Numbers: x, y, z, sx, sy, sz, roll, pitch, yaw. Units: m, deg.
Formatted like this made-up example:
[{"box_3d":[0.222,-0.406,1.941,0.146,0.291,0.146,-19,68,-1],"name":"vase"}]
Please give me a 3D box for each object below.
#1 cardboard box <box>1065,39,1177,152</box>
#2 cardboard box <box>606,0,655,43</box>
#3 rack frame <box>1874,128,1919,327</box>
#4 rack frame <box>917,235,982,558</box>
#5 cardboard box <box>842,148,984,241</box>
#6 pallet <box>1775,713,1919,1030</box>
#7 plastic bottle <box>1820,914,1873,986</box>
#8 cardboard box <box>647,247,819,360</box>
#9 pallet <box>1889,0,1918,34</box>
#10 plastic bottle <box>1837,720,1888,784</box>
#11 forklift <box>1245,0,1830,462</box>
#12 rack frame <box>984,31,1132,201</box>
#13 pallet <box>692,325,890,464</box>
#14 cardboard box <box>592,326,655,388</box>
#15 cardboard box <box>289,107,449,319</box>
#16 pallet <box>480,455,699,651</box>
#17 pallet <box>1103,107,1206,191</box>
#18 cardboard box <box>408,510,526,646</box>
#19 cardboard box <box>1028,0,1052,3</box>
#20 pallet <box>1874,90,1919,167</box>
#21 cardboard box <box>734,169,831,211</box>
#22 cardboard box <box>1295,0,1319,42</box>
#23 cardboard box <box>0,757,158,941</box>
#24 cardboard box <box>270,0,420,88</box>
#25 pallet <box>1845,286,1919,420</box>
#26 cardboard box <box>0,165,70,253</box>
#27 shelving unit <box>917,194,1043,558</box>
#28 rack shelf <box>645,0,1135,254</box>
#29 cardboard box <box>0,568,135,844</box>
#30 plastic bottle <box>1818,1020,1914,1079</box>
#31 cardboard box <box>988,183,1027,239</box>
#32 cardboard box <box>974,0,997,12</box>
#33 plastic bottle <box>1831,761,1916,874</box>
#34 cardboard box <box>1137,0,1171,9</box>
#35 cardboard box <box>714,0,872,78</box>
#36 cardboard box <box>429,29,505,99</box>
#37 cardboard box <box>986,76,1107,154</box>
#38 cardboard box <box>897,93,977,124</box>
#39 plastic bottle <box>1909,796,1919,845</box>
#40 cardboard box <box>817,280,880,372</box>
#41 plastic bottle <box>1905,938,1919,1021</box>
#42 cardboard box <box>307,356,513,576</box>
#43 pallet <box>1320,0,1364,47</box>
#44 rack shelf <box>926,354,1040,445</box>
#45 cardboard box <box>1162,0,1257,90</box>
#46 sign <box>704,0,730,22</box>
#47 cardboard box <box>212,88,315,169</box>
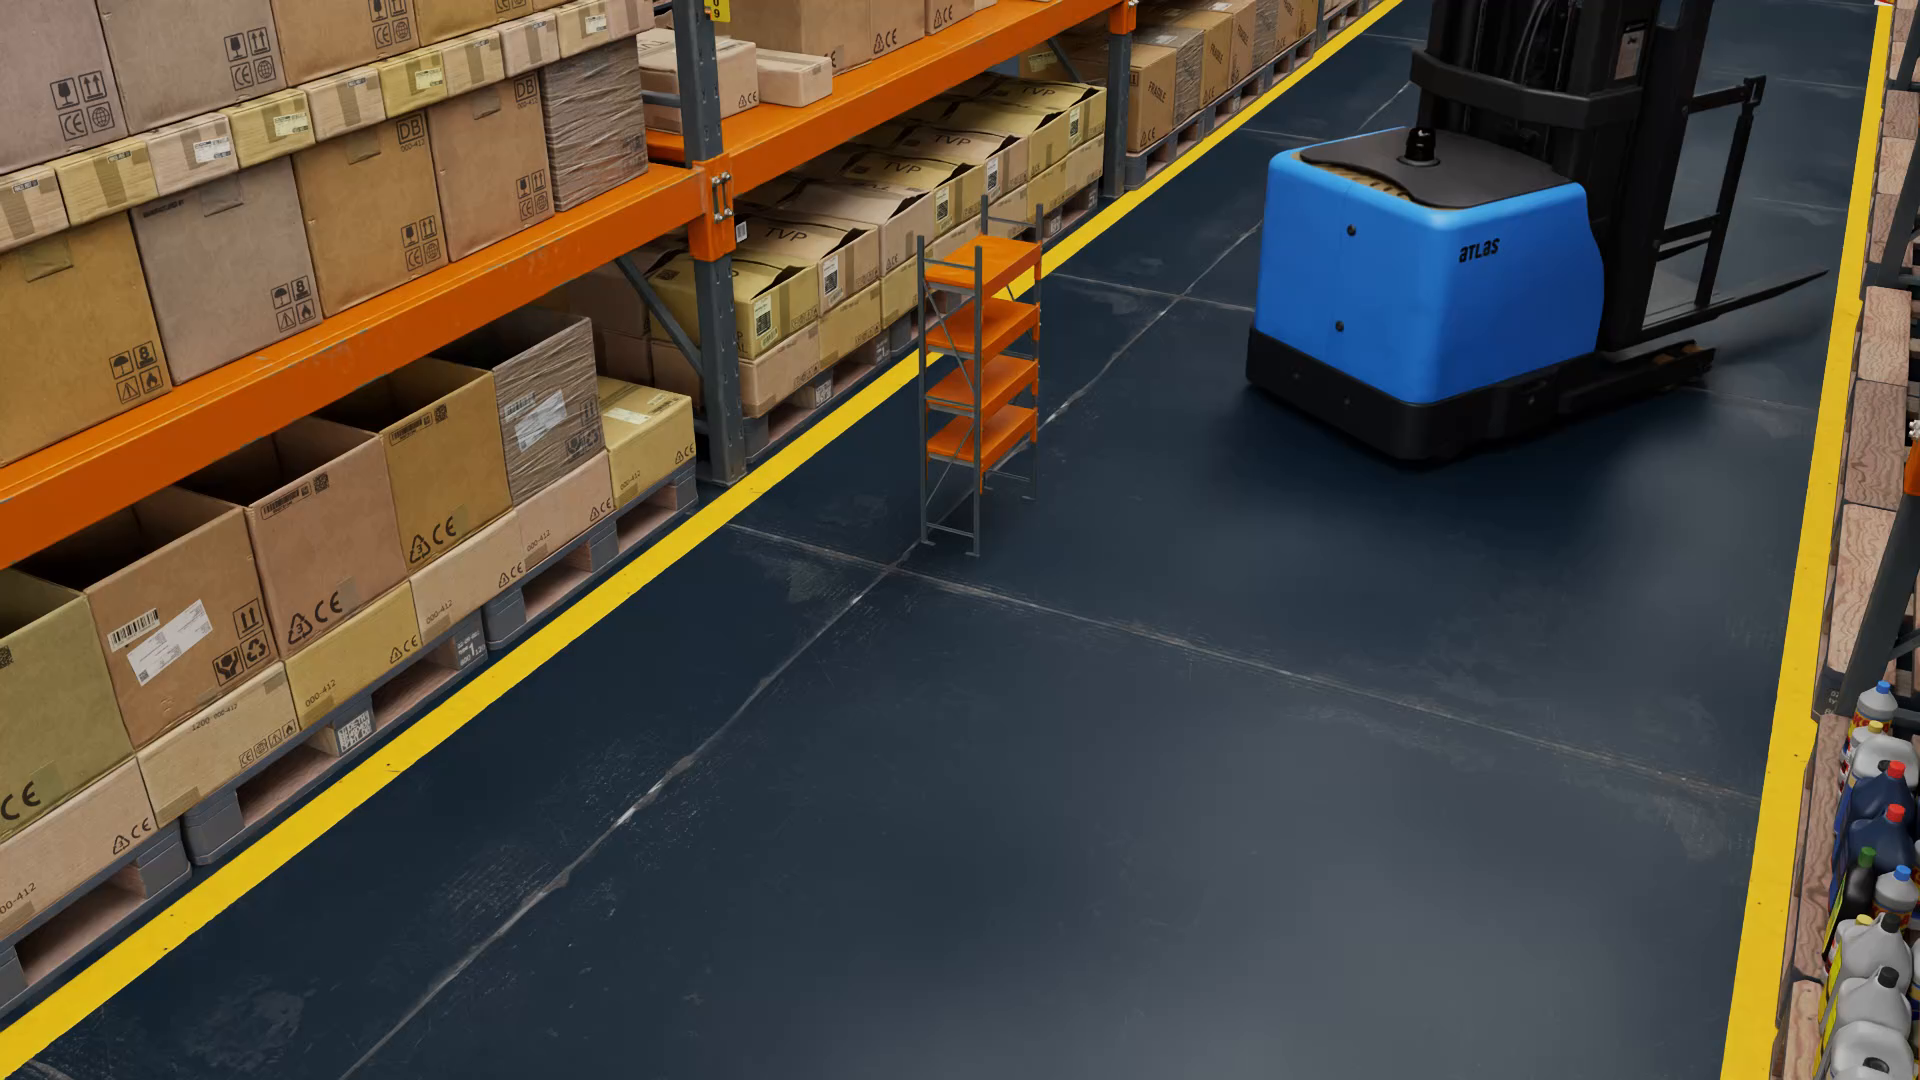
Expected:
[{"box_3d":[0.954,-2.663,9.944,0.500,0.500,0.500,16,33,25],"name":"cardboard box"},{"box_3d":[-1.263,-1.802,5.623,0.380,0.149,0.250,14,33,23],"name":"cardboard box"},{"box_3d":[4.901,-2.294,7.232,1.000,3.000,0.127,14,33,23],"name":"rack frame"},{"box_3d":[-0.036,-0.486,5.891,0.240,1.200,0.015,14,33,23],"name":"rack frame"},{"box_3d":[-0.220,-1.687,7.953,0.500,0.311,0.500,15,33,25],"name":"cardboard box"},{"box_3d":[2.735,0.977,4.337,1.003,0.211,1.213,14,33,23],"name":"pallet"},{"box_3d":[2.105,0.970,3.918,0.097,0.201,0.097,0,30,0],"name":"plastic bottle"},{"box_3d":[-0.920,-1.006,6.765,0.500,0.311,0.500,14,33,23],"name":"cardboard box"},{"box_3d":[8.135,-4.274,13.481,1.003,0.211,1.213,14,33,23],"name":"pallet"},{"box_3d":[2.497,0.589,4.581,0.097,0.201,0.097,0,30,0],"name":"plastic bottle"},{"box_3d":[2.783,-2.134,7.022,3.031,2.935,1.130,-18,34,-28],"name":"forklift"},{"box_3d":[0.493,-3.419,9.192,1.000,3.000,0.127,14,33,23],"name":"rack frame"},{"box_3d":[-1.029,-0.772,7.383,1.003,0.211,1.213,14,33,23],"name":"pallet"},{"box_3d":[-1.399,-0.885,7.119,0.500,0.250,0.500,14,33,23],"name":"cardboard box"},{"box_3d":[-1.993,-1.034,4.939,0.700,0.500,0.500,15,33,24],"name":"cardboard box"},{"box_3d":[-1.729,-0.094,6.201,1.003,0.211,1.213,14,33,23],"name":"pallet"},{"box_3d":[0.866,-2.532,10.448,1.003,0.211,1.213,14,33,23],"name":"pallet"},{"box_3d":[-1.797,0.064,5.466,0.500,0.250,0.500,14,33,23],"name":"cardboard box"},{"box_3d":[0.329,-2.849,8.451,0.380,0.149,0.250,14,33,23],"name":"cardboard box"},{"box_3d":[6.334,-2.525,10.436,1.003,0.211,1.213,14,33,23],"name":"pallet"},{"box_3d":[-0.939,-1.576,7.759,0.500,0.311,0.500,14,33,23],"name":"cardboard box"},{"box_3d":[2.345,-4.016,12.299,0.500,0.500,0.500,14,33,23],"name":"cardboard box"},{"box_3d":[-2.485,0.728,4.310,0.500,0.250,0.500,14,33,23],"name":"cardboard box"},{"box_3d":[-1.984,-1.608,4.634,0.700,0.500,0.500,14,33,23],"name":"cardboard box"},{"box_3d":[4.513,-0.750,7.344,1.003,0.211,1.213,14,33,23],"name":"pallet"},{"box_3d":[-2.312,-0.781,3.845,0.380,0.149,0.250,13,32,22],"name":"cardboard box"},{"box_3d":[0.075,-0.594,6.079,0.258,1.200,0.503,14,33,23],"name":"shelving unit"},{"box_3d":[-0.418,-2.221,7.827,1.077,0.370,4.000,14,33,23],"name":"rack shelf"},{"box_3d":[-2.483,0.403,4.123,0.500,0.500,0.500,14,33,23],"name":"cardboard box"},{"box_3d":[1.905,1.162,3.507,0.152,0.276,0.135,13,32,22],"name":"plastic bottle"},{"box_3d":[0.007,-1.669,8.483,0.500,0.250,0.500,15,33,24],"name":"cardboard box"},{"box_3d":[-0.038,-2.732,8.248,0.380,0.149,0.250,17,34,27],"name":"cardboard box"},{"box_3d":[2.341,0.701,4.235,0.144,0.351,0.185,15,33,25],"name":"plastic bottle"},{"box_3d":[1.179,-3.457,11.327,0.500,0.500,0.500,13,32,21],"name":"cardboard box"},{"box_3d":[-0.725,-2.260,7.072,0.500,0.500,0.500,17,34,27],"name":"cardboard box"},{"box_3d":[-1.613,-1.459,5.027,0.380,0.149,0.250,14,33,23],"name":"cardboard box"},{"box_3d":[0.473,-2.364,9.131,0.500,0.311,0.500,15,33,25],"name":"cardboard box"},{"box_3d":[-0.239,-2.252,8.936,0.500,0.311,0.500,13,33,22],"name":"cardboard box"},{"box_3d":[2.470,0.734,4.179,0.144,0.351,0.185,14,33,23],"name":"plastic bottle"},{"box_3d":[-0.691,-0.985,7.292,0.500,0.250,0.500,15,33,24],"name":"cardboard box"},{"box_3d":[2.205,1.028,3.741,0.152,0.276,0.135,14,33,23],"name":"plastic bottle"},{"box_3d":[-1.809,-0.264,5.284,0.500,0.500,0.500,14,33,23],"name":"cardboard box"},{"box_3d":[2.629,-4.287,13.504,1.003,0.211,1.213,14,33,23],"name":"pallet"},{"box_3d":[0.075,-0.535,6.112,0.258,0.148,0.480,14,33,23],"name":"rack shelf"},{"box_3d":[1.654,-3.350,11.140,0.500,0.500,0.500,13,32,22],"name":"cardboard box"},{"box_3d":[-0.835,-1.931,5.651,0.100,0.325,0.005,14,33,23],"name":"sign"},{"box_3d":[-1.961,-1.121,4.437,0.380,0.149,0.250,15,33,25],"name":"cardboard box"}]
